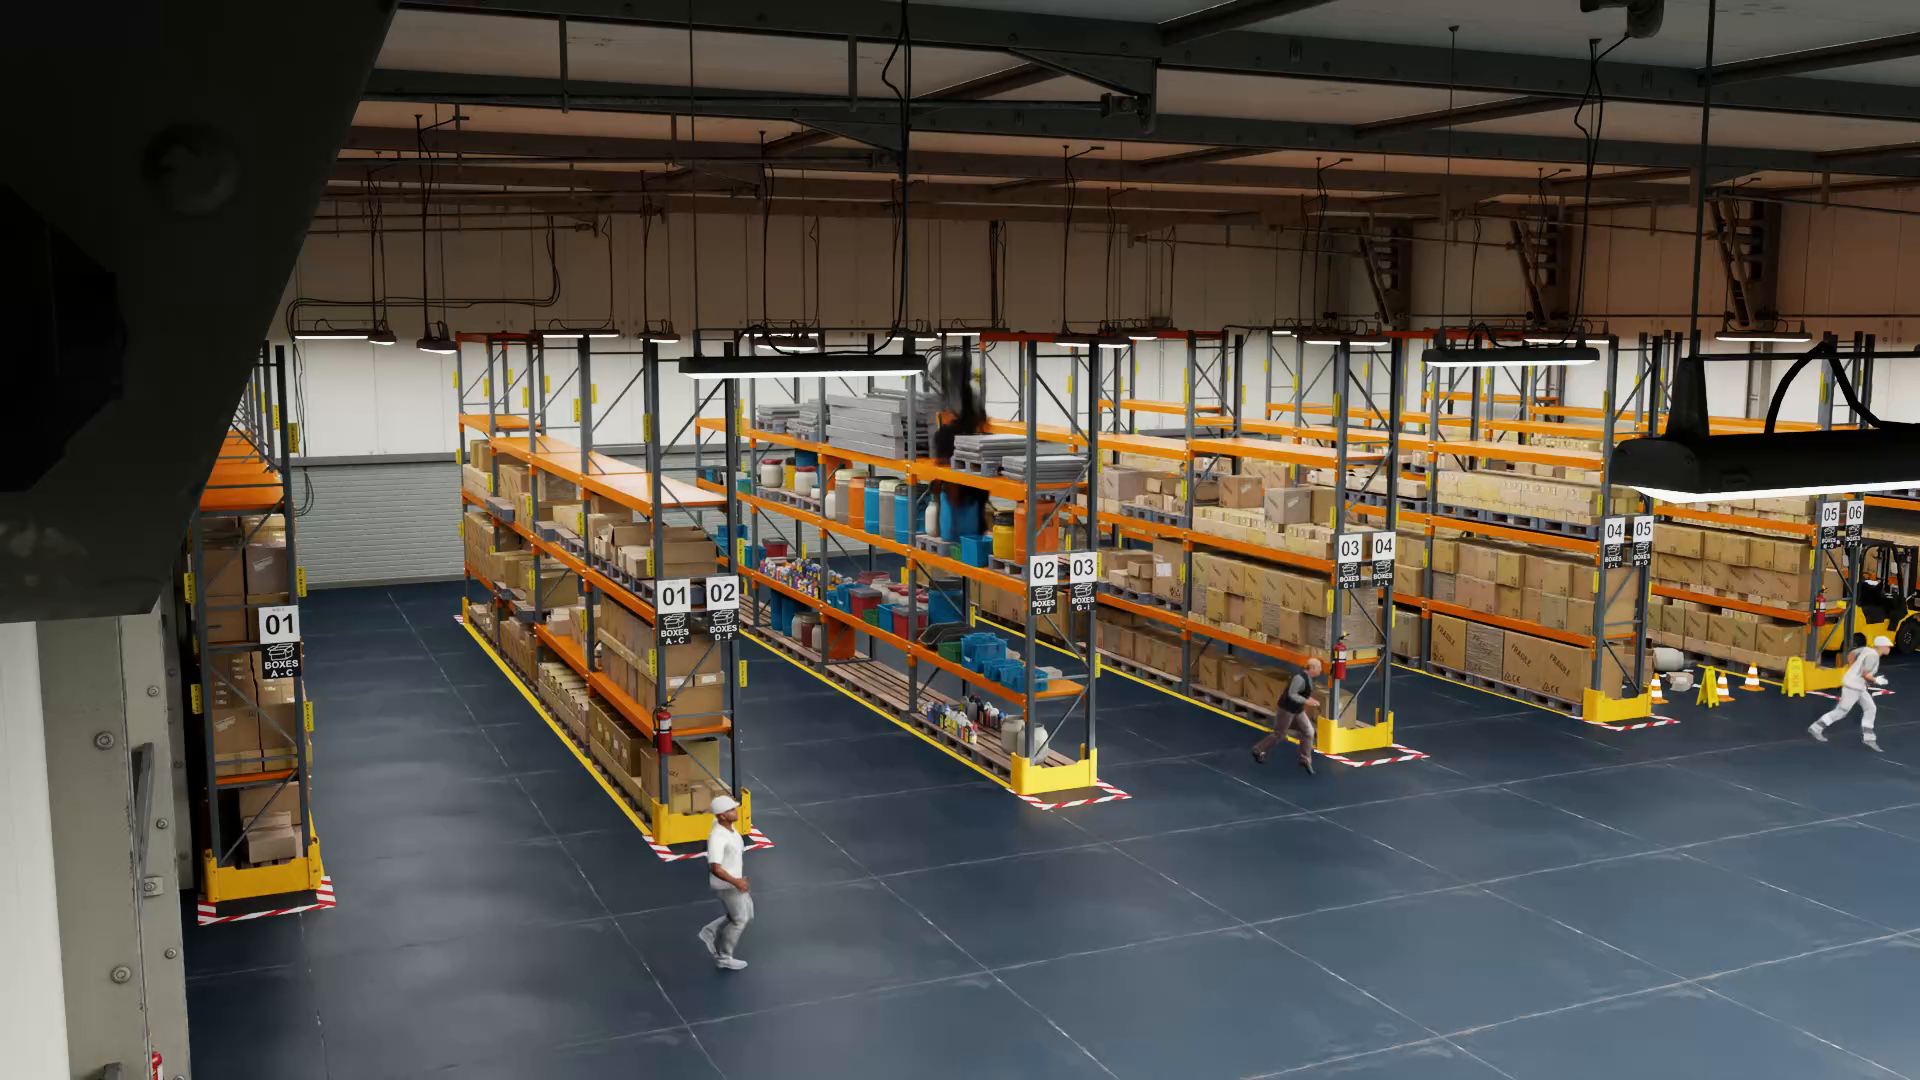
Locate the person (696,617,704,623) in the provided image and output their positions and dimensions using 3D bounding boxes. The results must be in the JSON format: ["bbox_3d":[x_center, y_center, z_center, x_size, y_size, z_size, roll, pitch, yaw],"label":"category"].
[{"bbox_3d":[-5.095,1.271,31.850,0.593,1.592,0.664,-3,8,-22],"label":"person"}]

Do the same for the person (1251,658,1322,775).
[{"bbox_3d":[4.560,2.431,23.200,0.991,1.683,0.702,4,9,30],"label":"person"}]

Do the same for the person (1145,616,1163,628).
[{"bbox_3d":[3.855,1.069,32.977,0.625,1.654,0.724,-4,9,-30],"label":"person"}]

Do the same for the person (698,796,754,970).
[{"bbox_3d":[-2.287,3.318,16.154,0.544,1.728,0.698,-1,8,-5],"label":"person"}]

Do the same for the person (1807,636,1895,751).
[{"bbox_3d":[13.071,2.231,24.419,1.055,1.732,0.704,3,8,20],"label":"person"}]
